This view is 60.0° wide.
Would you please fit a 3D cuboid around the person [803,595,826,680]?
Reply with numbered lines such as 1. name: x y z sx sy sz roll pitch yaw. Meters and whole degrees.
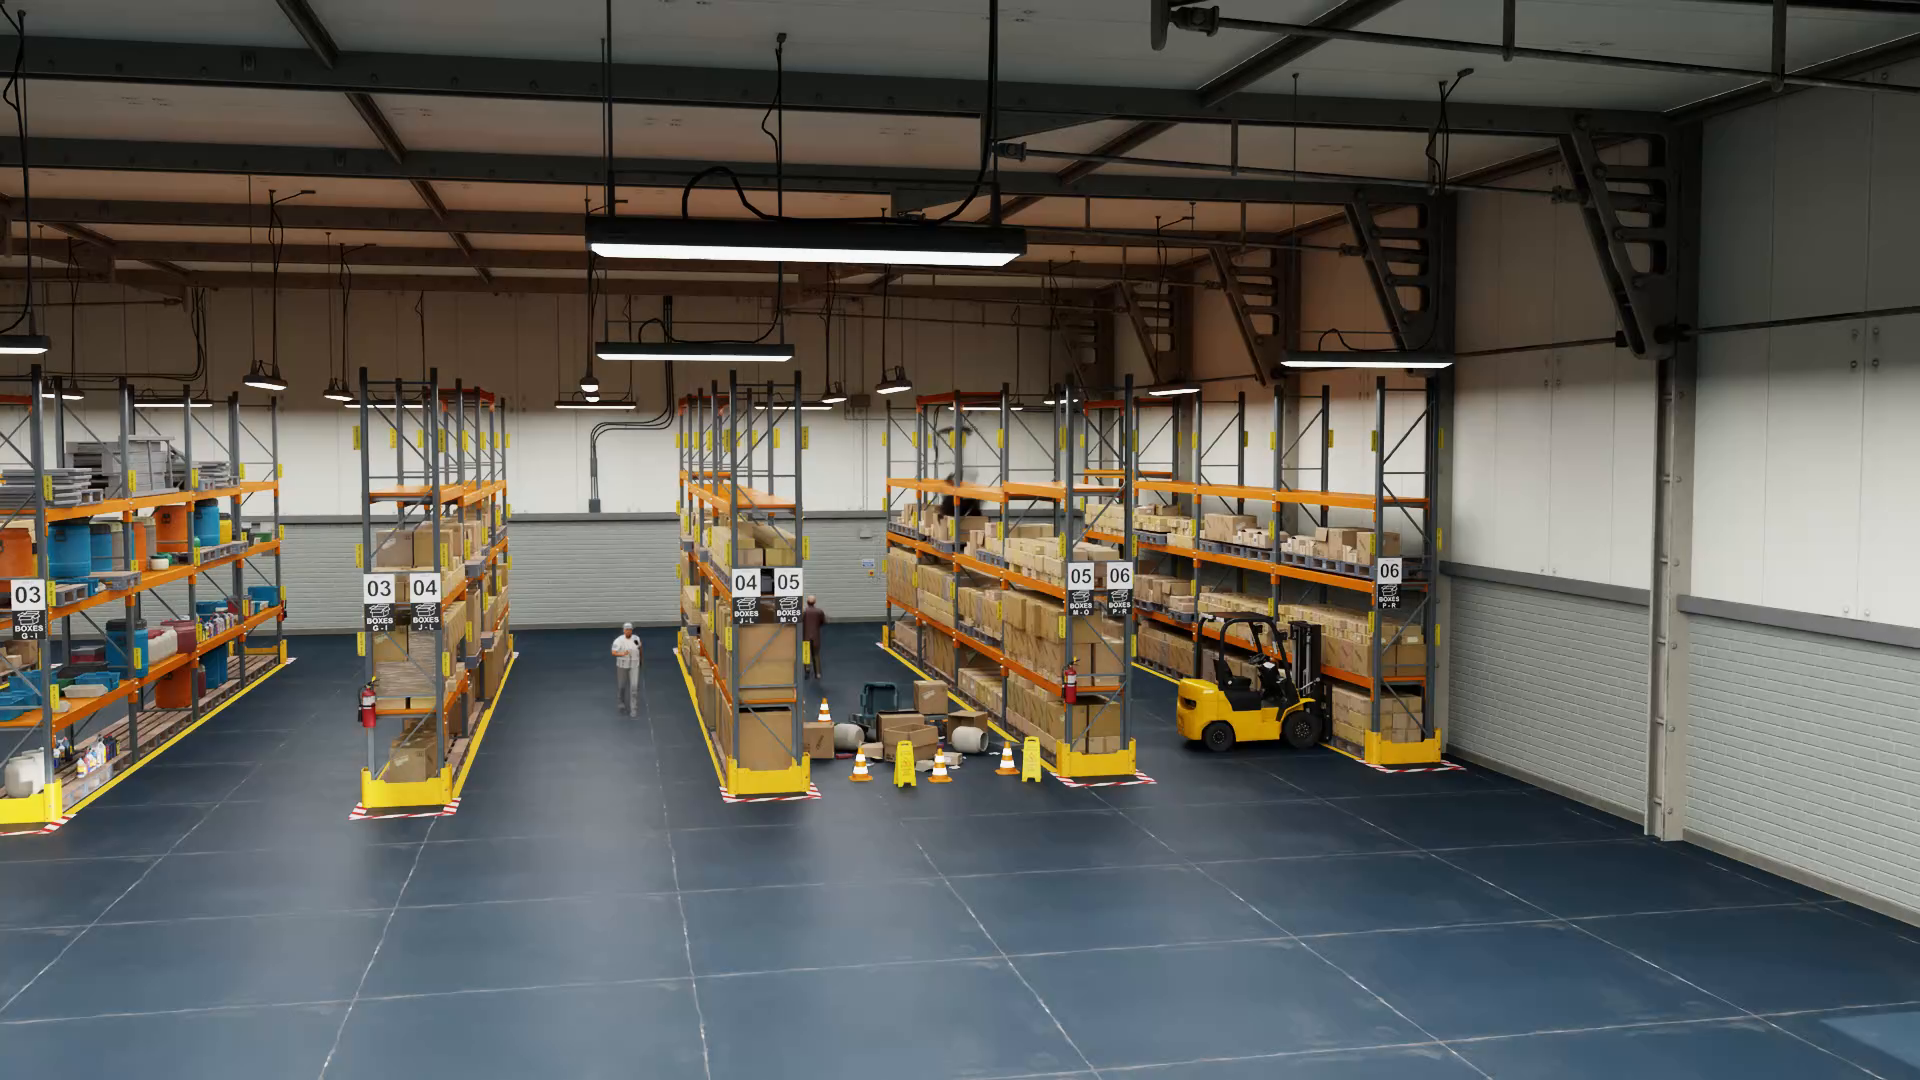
1. person: -3.139 2.054 34.647 0.726 1.794 0.952 -1 3 -13

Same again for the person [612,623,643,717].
1. person: -6.081 2.338 30.419 0.598 1.669 0.933 -1 4 -20
